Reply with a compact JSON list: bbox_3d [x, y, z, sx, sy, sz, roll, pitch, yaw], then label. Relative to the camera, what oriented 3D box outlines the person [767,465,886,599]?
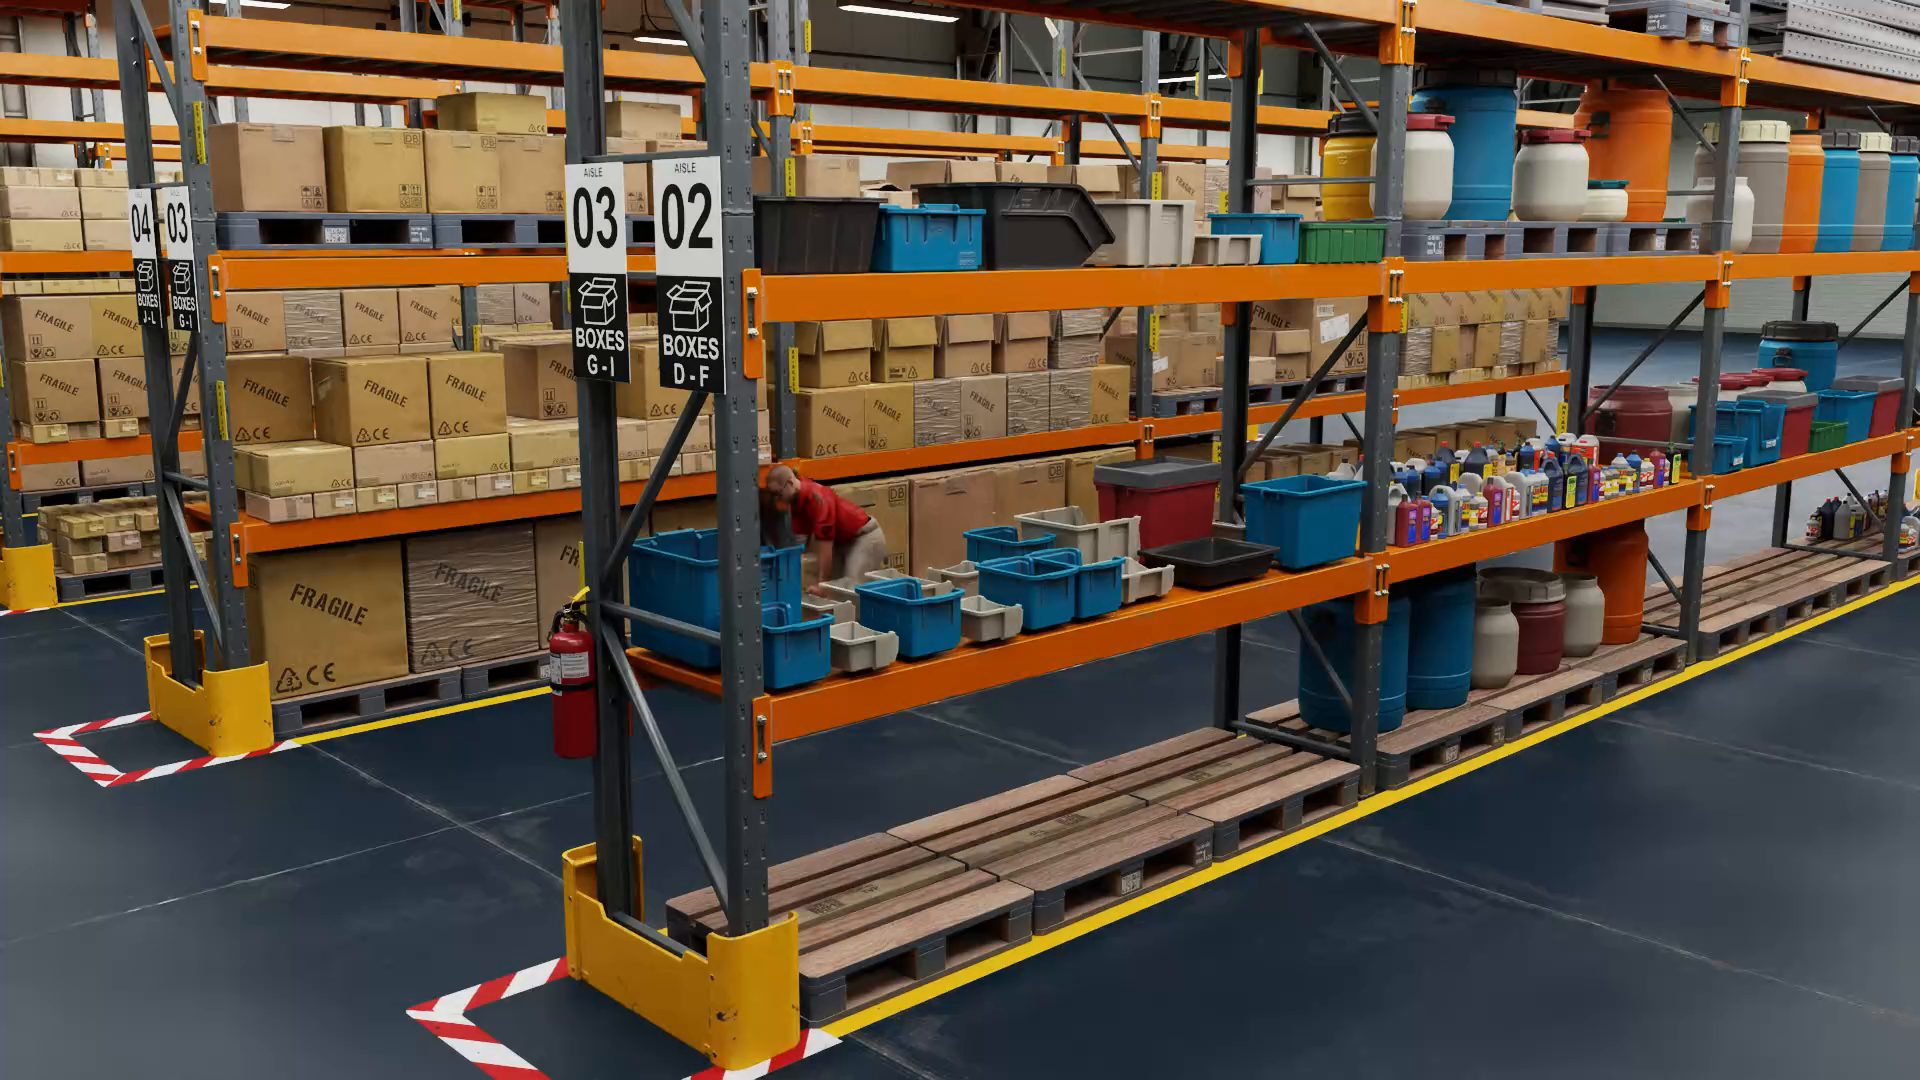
[{"bbox_3d":[-0.911,0.187,11.258,0.833,1.443,0.478,-6,12,-28],"label":"person"}]
